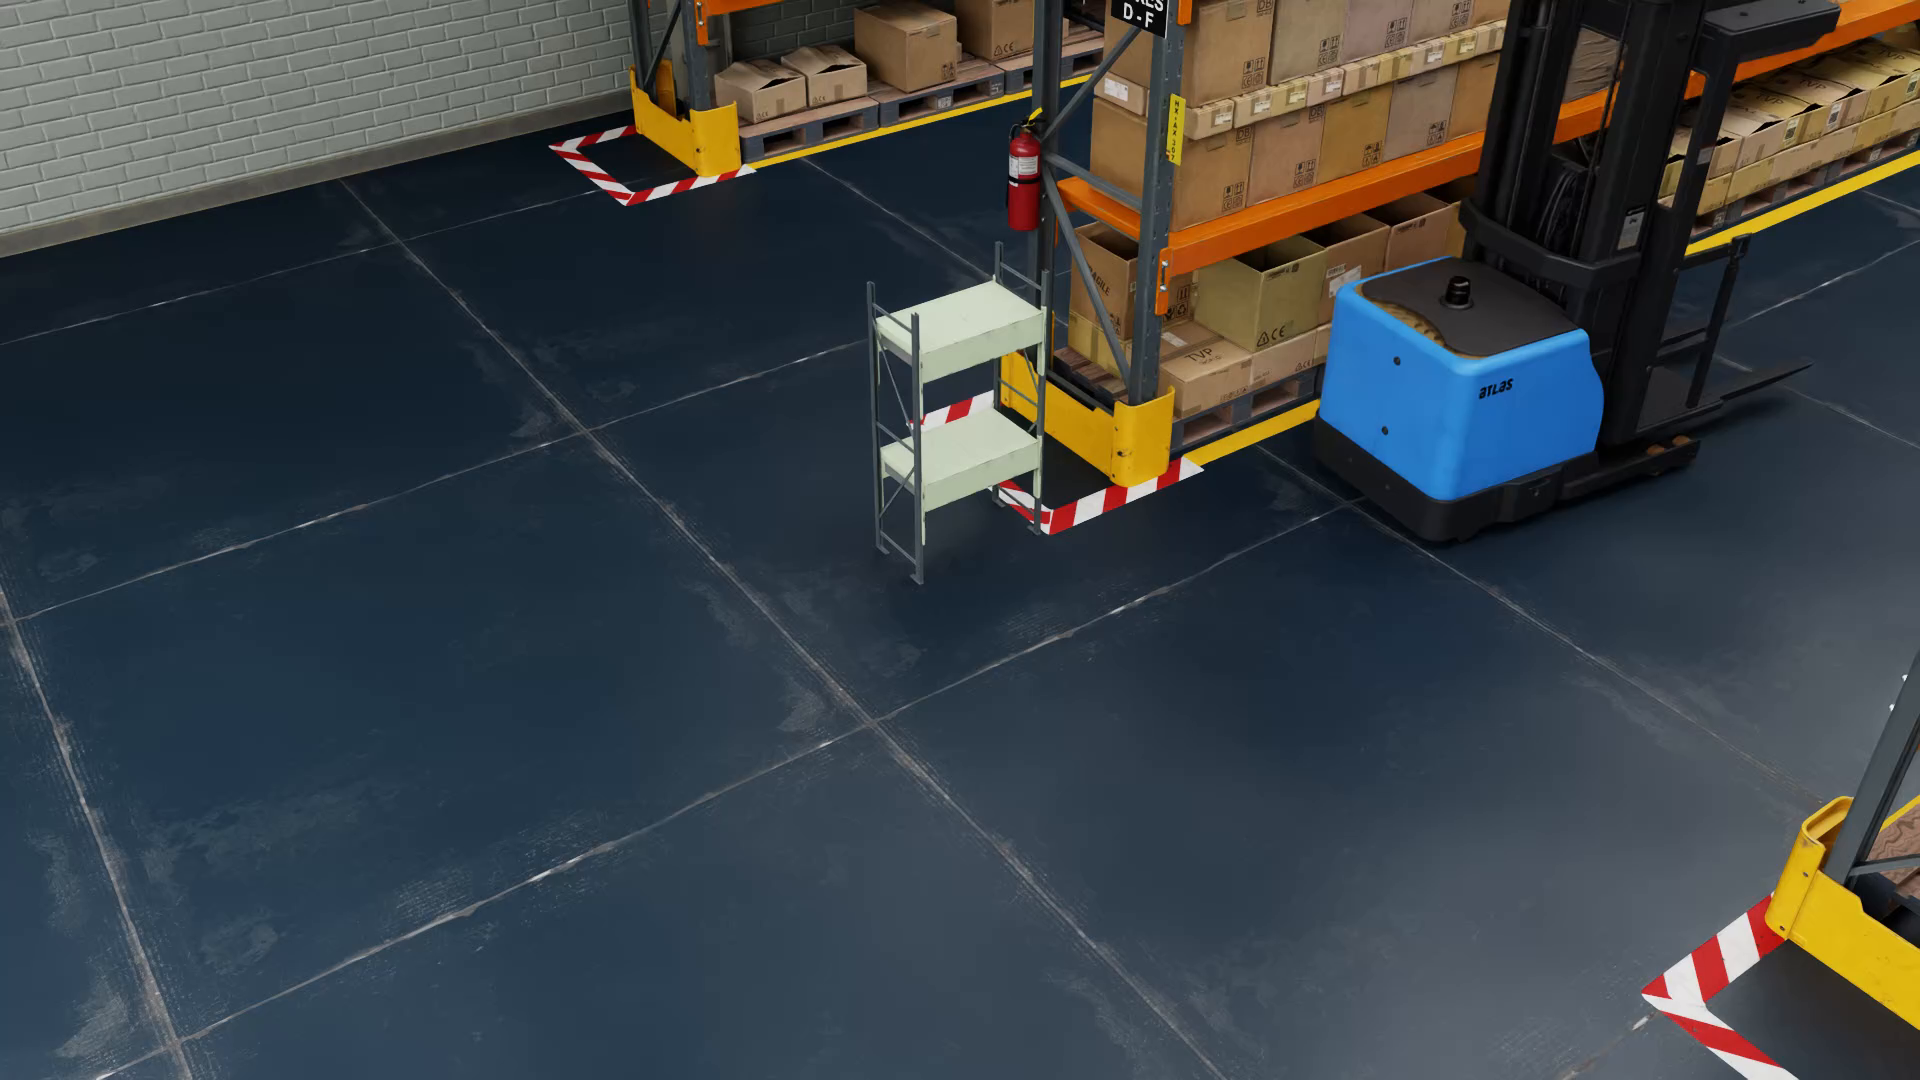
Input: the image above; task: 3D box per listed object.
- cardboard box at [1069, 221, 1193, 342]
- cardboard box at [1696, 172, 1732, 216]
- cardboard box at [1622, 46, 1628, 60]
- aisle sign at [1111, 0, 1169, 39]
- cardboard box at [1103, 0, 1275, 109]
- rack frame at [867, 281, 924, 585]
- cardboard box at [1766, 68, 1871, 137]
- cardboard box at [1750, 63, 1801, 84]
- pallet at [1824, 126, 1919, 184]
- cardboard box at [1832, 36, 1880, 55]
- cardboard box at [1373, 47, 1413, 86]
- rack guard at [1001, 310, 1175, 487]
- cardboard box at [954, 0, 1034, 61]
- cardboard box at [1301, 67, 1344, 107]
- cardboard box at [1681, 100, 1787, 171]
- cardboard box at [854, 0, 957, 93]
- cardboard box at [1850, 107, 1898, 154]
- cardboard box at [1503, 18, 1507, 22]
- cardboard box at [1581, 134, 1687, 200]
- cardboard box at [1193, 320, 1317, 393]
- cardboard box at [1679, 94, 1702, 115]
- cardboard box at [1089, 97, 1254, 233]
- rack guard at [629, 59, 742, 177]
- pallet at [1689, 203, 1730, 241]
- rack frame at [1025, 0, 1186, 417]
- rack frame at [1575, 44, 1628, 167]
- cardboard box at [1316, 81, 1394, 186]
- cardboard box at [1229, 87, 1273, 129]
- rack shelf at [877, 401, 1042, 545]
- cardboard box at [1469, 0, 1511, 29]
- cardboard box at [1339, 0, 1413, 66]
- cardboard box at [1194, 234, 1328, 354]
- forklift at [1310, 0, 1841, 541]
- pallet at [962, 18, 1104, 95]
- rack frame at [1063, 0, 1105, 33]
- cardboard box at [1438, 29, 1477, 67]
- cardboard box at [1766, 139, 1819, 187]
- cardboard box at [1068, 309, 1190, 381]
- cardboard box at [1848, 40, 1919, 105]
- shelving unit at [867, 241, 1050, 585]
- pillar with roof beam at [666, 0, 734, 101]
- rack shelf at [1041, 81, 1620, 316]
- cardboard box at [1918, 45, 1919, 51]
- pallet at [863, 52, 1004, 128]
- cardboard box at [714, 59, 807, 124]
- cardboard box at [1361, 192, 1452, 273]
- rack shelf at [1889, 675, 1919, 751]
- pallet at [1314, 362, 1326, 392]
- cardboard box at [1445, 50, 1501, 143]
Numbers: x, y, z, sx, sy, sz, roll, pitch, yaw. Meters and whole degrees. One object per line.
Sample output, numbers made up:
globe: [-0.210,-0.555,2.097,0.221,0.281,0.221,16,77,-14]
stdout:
cardboard box: [0.976,-1.512,9.449,0.500,0.500,0.500,-22,41,-28]
cardboard box: [4.869,-2.419,11.353,0.500,0.250,0.500,-21,41,-27]
cardboard box: [4.356,-3.302,10.713,0.500,0.250,0.500,-20,40,-25]
aisle sign: [0.831,-2.718,7.547,0.004,0.787,0.394,-22,41,-28]
cardboard box: [1.141,-2.567,8.366,0.500,0.500,0.700,-22,41,-28]
rack frame: [-0.305,-0.484,7.951,0.023,1.500,0.400,-22,41,-28]
cardboard box: [6.126,-3.163,11.908,0.500,0.311,0.500,-23,41,-28]
cardboard box: [5.808,-3.416,12.259,0.500,0.311,0.500,-24,42,-29]
pallet: [6.553,-3.131,12.736,1.213,0.211,1.003,-22,41,-28]
cardboard box: [6.651,-3.767,12.747,0.500,0.311,0.500,-21,41,-26]
cardboard box: [2.205,-2.598,8.965,0.250,0.149,0.380,-23,42,-28]
rack guard: [0.689,-0.808,9.258,0.348,0.500,1.175,-22,41,-28]
cardboard box: [0.296,-4.335,13.785,0.500,0.500,0.500,-26,43,-31]
cardboard box: [1.780,-2.421,8.719,0.250,0.149,0.380,-23,42,-29]
cardboard box: [5.294,-2.819,11.428,0.500,0.311,0.500,-24,42,-29]
cardboard box: [-0.436,-3.962,13.267,0.500,0.500,0.700,-25,43,-31]
cardboard box: [6.539,-3.107,12.310,0.500,0.250,0.500,-23,42,-28]
cardboard box: [3.047,-2.945,9.448,0.250,0.149,0.380,-23,41,-28]
cardboard box: [4.460,-2.478,10.955,0.500,0.311,0.500,-22,41,-28]
cardboard box: [1.682,-1.129,9.559,0.500,0.250,0.500,-22,41,-28]
cardboard box: [4.975,-3.076,11.786,0.500,0.311,0.500,-22,41,-28]
cardboard box: [1.098,-2.022,8.720,0.500,0.500,0.700,-22,41,-28]
rack guard: [-2.086,-3.204,12.590,0.348,0.500,1.175,-22,41,-28]
pallet: [4.558,-2.310,11.595,1.213,0.211,1.003,-22,41,-28]
rack frame: [0.709,-1.831,8.540,0.127,3.000,1.000,-22,41,-28]
rack frame: [3.978,-3.176,10.410,0.127,3.000,1.000,-22,41,-28]
cardboard box: [1.933,-2.365,9.197,0.500,0.500,0.700,-22,41,-28]
cardboard box: [1.368,-2.254,8.487,0.250,0.149,0.380,-24,42,-29]
rack shelf: [-0.005,-0.342,8.313,0.720,0.370,0.431,-22,41,-28]
cardboard box: [2.797,-3.252,9.320,0.500,0.500,0.700,-22,41,-28]
cardboard box: [1.979,-2.916,8.852,0.500,0.500,0.700,-22,41,-28]
cardboard box: [1.683,-1.433,9.339,0.500,0.500,0.500,-22,41,-28]
forklift: [3.463,-1.793,8.547,3.031,2.935,1.130,-18,39,-23]
pallet: [0.593,-4.164,14.172,1.213,0.211,1.003,-22,41,-28]
rack frame: [1.122,-5.539,13.696,0.127,3.000,1.000,-22,41,-28]
cardboard box: [2.625,-2.769,9.203,0.250,0.149,0.380,-21,41,-26]
cardboard box: [5.707,-2.765,11.834,0.500,0.250,0.500,-22,41,-27]
cardboard box: [0.977,-1.206,9.667,0.500,0.250,0.500,-22,41,-28]
cardboard box: [6.962,-3.510,12.389,0.500,0.311,0.500,-21,41,-27]
shelving unit: [-0.005,-0.607,8.122,0.755,1.500,0.431,-22,41,-28]
pillar with roof beam: [0.406,-5.223,8.118,0.400,9.000,9.100,-22,41,-28]
rack shelf: [2.344,-2.211,9.685,4.000,0.370,1.077,-22,41,-28]
cardboard box: [7.785,-3.702,12.906,0.500,0.500,0.500,-21,41,-26]
pallet: [-0.405,-3.751,13.599,1.213,0.211,1.003,-22,41,-28]
cardboard box: [-1.531,-3.470,12.746,0.500,0.311,0.500,-28,44,-33]
cardboard box: [2.503,-1.767,9.804,0.500,0.500,0.500,-22,41,-28]
rack shelf: [5.194,0.154,6.396,4.000,0.370,1.077,-22,41,-28]
pallet: [2.306,-1.384,10.306,1.213,0.211,1.003,-22,41,-28]
cardboard box: [2.780,-2.717,9.686,0.500,0.500,0.700,-22,41,-27]
